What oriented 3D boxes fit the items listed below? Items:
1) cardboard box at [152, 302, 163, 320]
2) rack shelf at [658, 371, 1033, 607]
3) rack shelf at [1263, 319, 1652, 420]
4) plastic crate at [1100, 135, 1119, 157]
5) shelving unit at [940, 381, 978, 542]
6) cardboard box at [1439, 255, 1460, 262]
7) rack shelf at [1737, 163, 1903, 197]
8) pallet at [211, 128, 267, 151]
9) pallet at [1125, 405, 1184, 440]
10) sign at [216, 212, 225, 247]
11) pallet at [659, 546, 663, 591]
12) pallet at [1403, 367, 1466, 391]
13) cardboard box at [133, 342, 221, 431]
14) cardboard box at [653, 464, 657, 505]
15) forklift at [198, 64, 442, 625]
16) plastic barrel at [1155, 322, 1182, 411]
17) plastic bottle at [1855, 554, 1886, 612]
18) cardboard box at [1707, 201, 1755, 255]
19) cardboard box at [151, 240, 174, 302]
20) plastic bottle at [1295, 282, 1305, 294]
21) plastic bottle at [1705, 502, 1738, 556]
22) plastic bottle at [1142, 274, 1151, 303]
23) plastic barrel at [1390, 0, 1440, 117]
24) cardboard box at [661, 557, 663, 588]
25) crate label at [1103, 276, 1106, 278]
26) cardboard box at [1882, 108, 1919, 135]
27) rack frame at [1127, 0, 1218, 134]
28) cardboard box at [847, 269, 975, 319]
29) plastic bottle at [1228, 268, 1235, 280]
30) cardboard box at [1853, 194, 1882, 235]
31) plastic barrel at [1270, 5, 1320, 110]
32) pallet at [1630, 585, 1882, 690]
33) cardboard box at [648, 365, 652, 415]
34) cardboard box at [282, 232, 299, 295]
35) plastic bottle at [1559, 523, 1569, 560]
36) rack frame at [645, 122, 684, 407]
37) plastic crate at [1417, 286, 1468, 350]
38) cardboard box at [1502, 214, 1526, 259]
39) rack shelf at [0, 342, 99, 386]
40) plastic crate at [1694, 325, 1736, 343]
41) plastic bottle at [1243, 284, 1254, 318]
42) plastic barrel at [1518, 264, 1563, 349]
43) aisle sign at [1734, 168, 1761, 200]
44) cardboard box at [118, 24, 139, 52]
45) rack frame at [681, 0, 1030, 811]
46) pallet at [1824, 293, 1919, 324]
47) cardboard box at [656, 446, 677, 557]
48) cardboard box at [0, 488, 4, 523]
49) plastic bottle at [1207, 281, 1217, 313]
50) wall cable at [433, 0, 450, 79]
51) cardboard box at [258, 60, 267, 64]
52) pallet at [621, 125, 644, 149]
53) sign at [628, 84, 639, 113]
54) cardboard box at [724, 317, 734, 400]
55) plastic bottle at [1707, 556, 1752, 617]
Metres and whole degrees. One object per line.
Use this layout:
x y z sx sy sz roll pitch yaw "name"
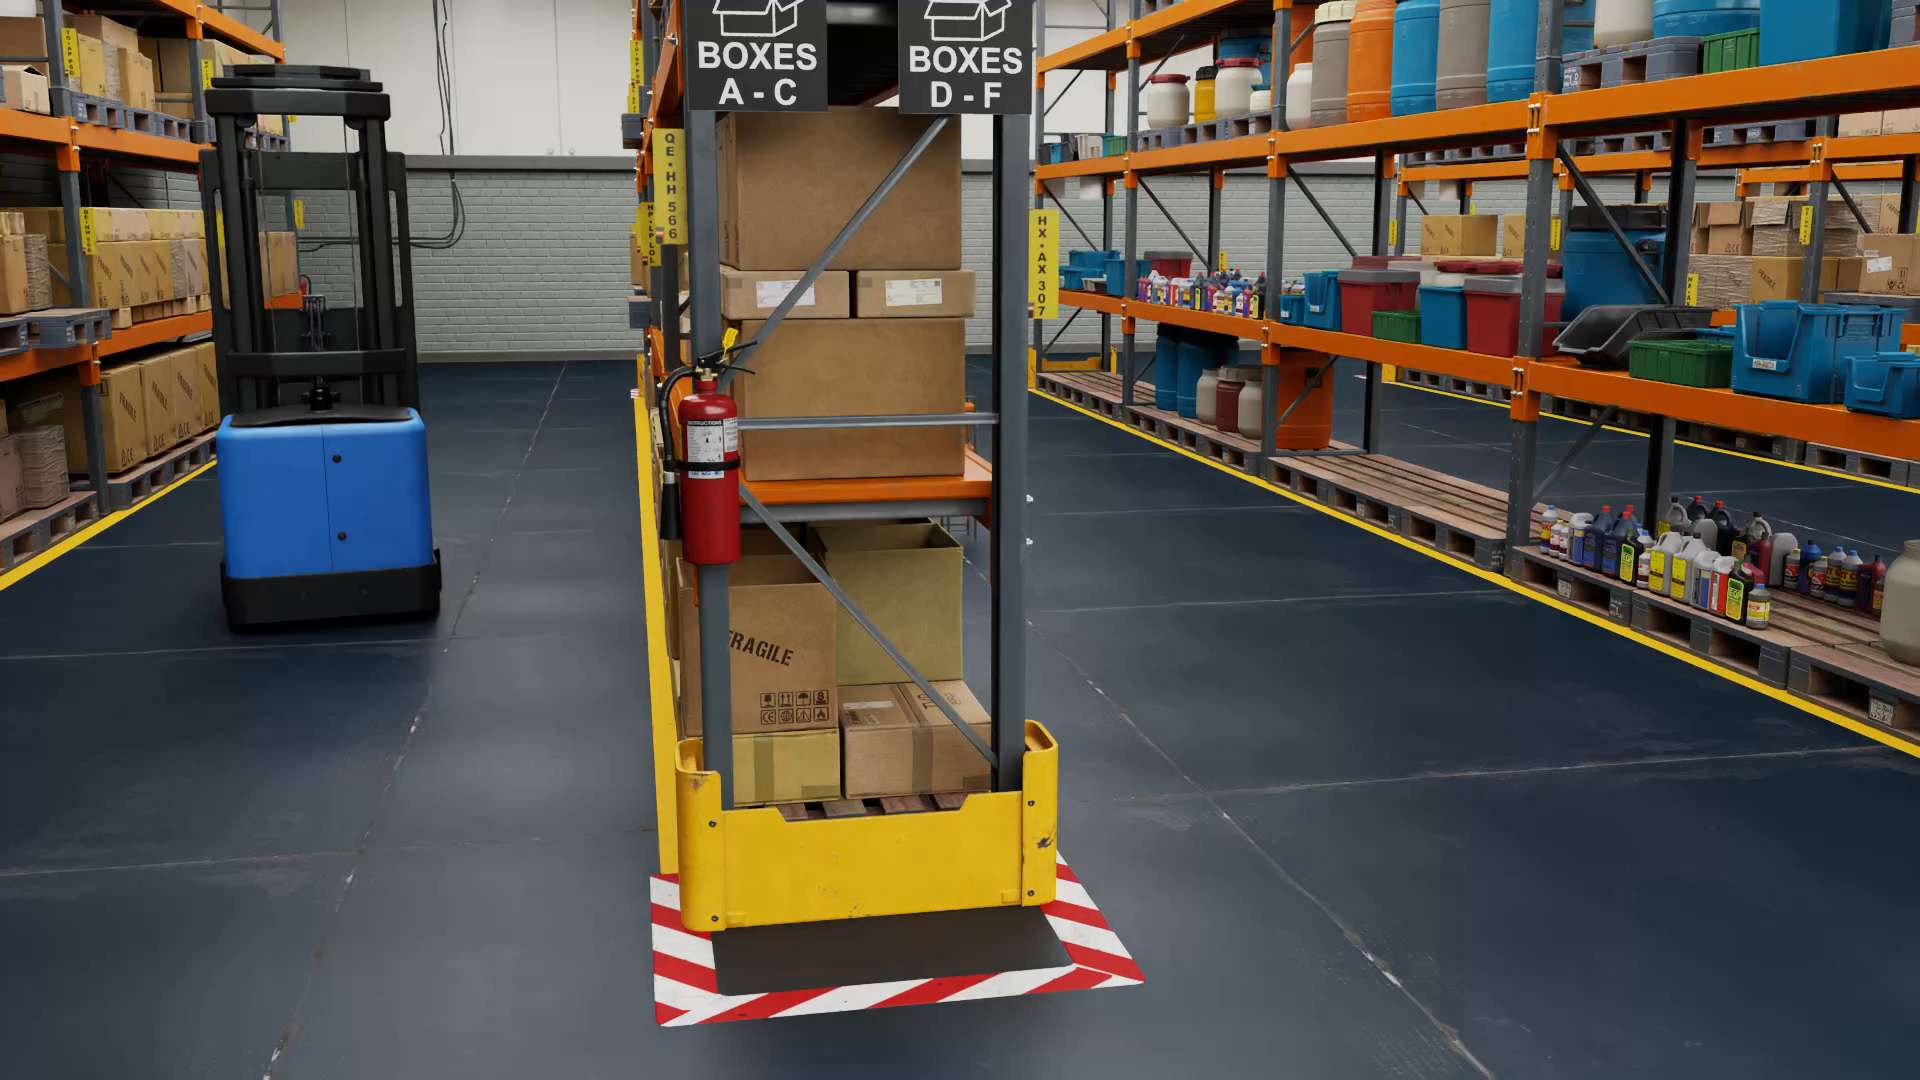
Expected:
-6.901 -1.921 13.884 0.380 0.149 0.250 -2 11 -9 "cardboard box"
-0.685 -0.363 7.006 1.077 0.370 4.000 -2 11 -11 "rack shelf"
3.396 -1.276 11.803 1.077 0.370 4.000 -2 11 -11 "rack shelf"
1.739 -4.277 18.069 0.416 0.233 0.300 -2 11 -11 "plastic crate"
-0.010 -0.526 11.150 0.215 1.050 0.252 -2 11 -11 "shelving unit"
6.340 -3.431 20.806 0.500 0.250 0.500 -2 11 -13 "cardboard box"
11.584 -4.559 21.028 1.077 0.370 4.000 -2 11 -11 "rack shelf"
-7.871 -4.173 17.316 1.003 0.211 1.213 -2 11 -11 "pallet"
2.339 -1.217 17.027 1.003 0.211 1.213 -2 11 -11 "pallet"
-6.958 -2.921 15.637 0.100 0.325 0.005 -2 11 -11 "sign"
-1.256 0.153 9.829 1.003 0.211 1.213 -2 11 -11 "pallet"
6.542 -2.130 21.824 1.003 0.211 1.213 -2 11 -11 "pallet"
-7.235 -1.406 15.185 0.750 0.750 0.750 -2 11 -10 "cardboard box"
-1.833 -0.379 11.393 0.500 0.250 0.500 -2 11 -13 "cardboard box"
-3.797 -1.229 9.813 1.130 2.935 3.031 -4 12 -20 "forklift"
2.318 -1.805 17.147 0.600 0.901 0.708 -2 11 -11 "plastic barrel"
4.490 0.203 8.195 0.061 0.283 0.133 -2 11 -10 "plastic bottle"
7.615 -2.973 15.843 0.797 0.503 0.637 -2 11 -10 "cardboard box"
-6.851 -2.222 13.733 0.500 0.500 0.500 -2 11 -9 "cardboard box"
3.084 -2.198 15.068 0.097 0.271 0.097 0 11 0 "plastic bottle"
4.231 -0.035 9.265 0.144 0.351 0.185 -3 11 -14 "plastic bottle"
1.908 -2.566 16.965 0.061 0.283 0.133 -2 11 -11 "plastic bottle"
3.219 -3.308 11.191 0.600 0.901 0.708 -2 11 -11 "plastic barrel"
-1.281 0.157 8.579 0.500 0.250 0.500 -2 11 -11 "cardboard box"
1.908 -3.117 20.094 0.396 0.136 0.243 -2 11 -11 "crate label"
7.807 -3.387 13.347 0.500 0.250 0.500 -2 11 -10 "cardboard box"
2.229 -5.677 16.957 1.000 3.000 0.127 -2 11 -11 "rack frame"
-0.161 -0.797 5.361 0.380 0.149 0.250 -2 11 -11 "cardboard box"
2.729 -2.549 16.699 0.144 0.351 0.185 -2 11 -11 "plastic bottle"
11.425 -4.024 20.578 0.500 0.500 0.500 -2 11 -10 "cardboard box"
2.900 -3.991 13.851 0.600 0.830 0.708 -2 11 -11 "plastic barrel"
4.116 0.456 8.236 1.003 0.211 1.213 -2 11 -11 "pallet"
-2.775 -1.441 16.255 0.500 0.500 0.500 -3 11 -14 "cardboard box"
-8.157 -3.158 18.962 0.980 0.700 0.700 -2 11 -8 "cardboard box"
3.457 0.007 9.443 0.097 0.201 0.097 0 11 0 "plastic bottle"
-1.852 -1.817 12.720 1.000 3.000 0.127 -2 11 -11 "rack frame"
3.266 -1.446 10.814 0.392 0.384 0.575 -2 11 -11 "plastic crate"
6.643 -3.518 19.256 0.500 0.500 0.500 -2 11 -10 "cardboard box"
-6.322 -0.916 9.910 1.077 0.370 4.000 -2 11 -11 "rack shelf"
4.267 -0.997 8.808 0.499 0.251 0.616 -2 11 -11 "plastic crate"
2.465 -2.040 14.205 0.061 0.283 0.133 -2 11 -11 "plastic bottle"
3.814 -1.513 10.760 0.433 0.535 0.433 0 11 0 "plastic barrel"
10.886 -5.085 22.939 0.394 0.787 0.004 -2 11 -11 "aisle sign"
-7.446 -4.311 14.351 0.500 0.250 0.500 -1 11 -7 "cardboard box"
-0.296 -0.350 5.012 1.000 3.000 0.127 -2 11 -11 "rack frame"
8.109 -1.955 13.961 1.213 0.211 1.003 -2 11 -11 "pallet"
-1.291 -0.211 8.507 0.500 0.500 0.500 -2 11 -11 "cardboard box"
-6.409 -0.305 10.287 0.700 0.500 0.500 -2 11 -11 "cardboard box"
2.288 -2.207 15.084 0.061 0.283 0.133 -2 11 -11 "plastic bottle"
-6.362 -8.155 24.772 3.097 2.526 0.112 -2 11 -11 "wall cable"
-7.770 -4.911 17.957 0.500 0.500 0.500 -2 11 -9 "cardboard box"
-2.572 -3.810 15.670 1.213 0.211 1.003 -2 11 -11 "pallet"
-3.161 -4.257 16.135 0.100 0.325 0.005 -2 11 -11 "sign"
-0.481 -0.581 5.960 0.700 0.500 0.500 -2 11 -10 "cardboard box"
3.754 0.225 8.102 0.152 0.276 0.135 -2 11 -11 "plastic bottle"
